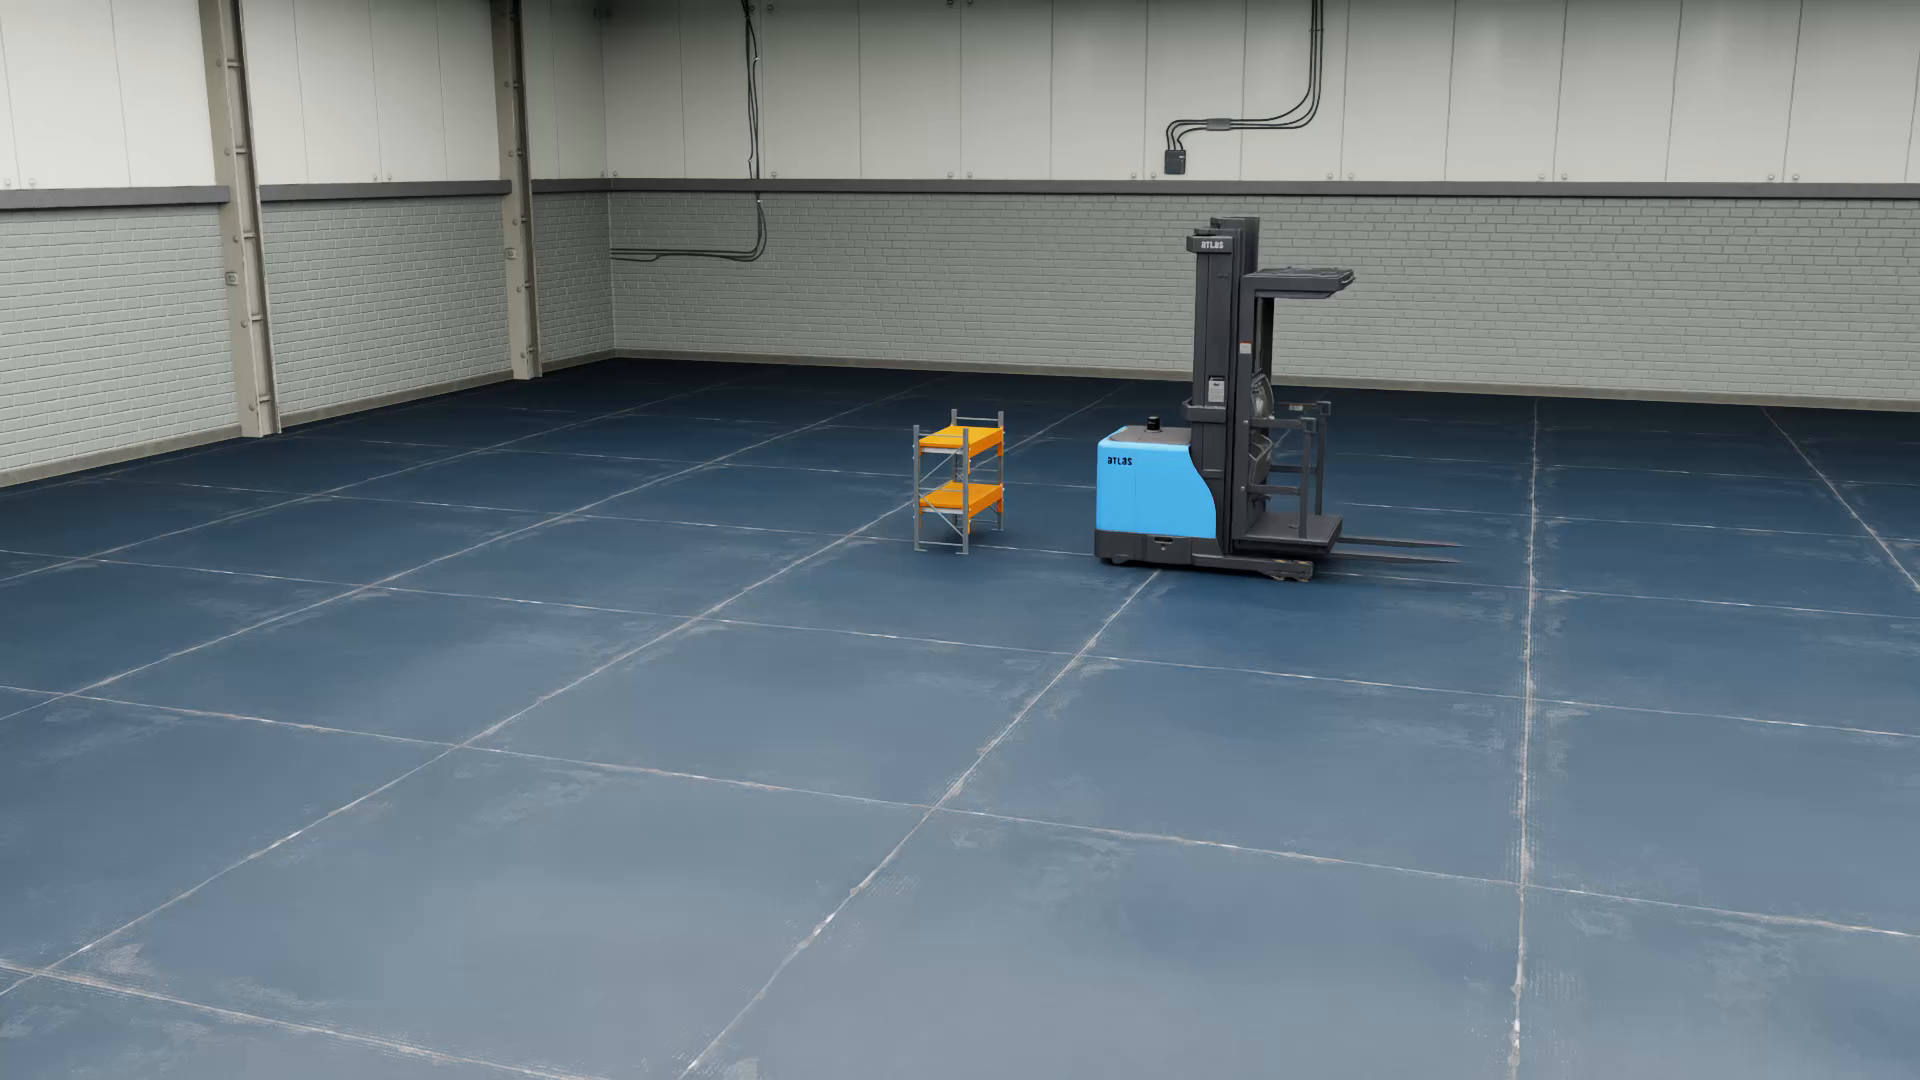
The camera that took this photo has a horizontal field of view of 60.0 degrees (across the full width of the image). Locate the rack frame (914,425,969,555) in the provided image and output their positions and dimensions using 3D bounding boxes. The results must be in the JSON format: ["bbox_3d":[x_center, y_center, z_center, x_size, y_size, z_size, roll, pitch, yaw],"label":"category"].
[{"bbox_3d":[-0.167,-0.440,14.650,0.500,1.125,0.032,4,14,18],"label":"rack frame"}]

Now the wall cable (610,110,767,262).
[{"bbox_3d":[-4.733,-6.003,28.305,3.097,2.526,0.112,4,14,18],"label":"wall cable"}]

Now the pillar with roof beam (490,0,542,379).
[{"bbox_3d":[-2.864,-6.682,24.301,9.100,9.000,0.400,4,14,18],"label":"pillar with roof beam"}]

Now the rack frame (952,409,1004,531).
[{"bbox_3d":[0.162,-0.654,15.588,0.500,1.125,0.032,4,14,18],"label":"rack frame"}]

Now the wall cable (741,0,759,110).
[{"bbox_3d":[-2.174,-8.270,26.890,3.097,2.526,0.112,4,14,18],"label":"wall cable"}]

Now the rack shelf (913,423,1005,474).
[{"bbox_3d":[-0.002,-0.832,15.053,0.538,0.278,1.000,4,14,18],"label":"rack shelf"}]

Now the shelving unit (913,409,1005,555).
[{"bbox_3d":[-0.002,-0.547,15.119,0.538,1.125,1.048,4,14,18],"label":"shelving unit"}]

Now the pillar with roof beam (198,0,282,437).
[{"bbox_3d":[-4.806,-5.418,18.766,9.100,9.000,0.400,4,14,18],"label":"pillar with roof beam"}]

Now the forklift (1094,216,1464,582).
[{"bbox_3d":[2.732,-1.214,13.984,3.031,2.935,1.130,4,14,19],"label":"forklift"}]

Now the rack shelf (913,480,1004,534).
[{"bbox_3d":[-0.002,-0.309,15.173,0.538,0.278,1.000,4,14,18],"label":"rack shelf"}]

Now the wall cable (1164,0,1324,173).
[{"bbox_3d":[4.244,-8.488,24.572,2.305,6.003,0.169,4,14,18],"label":"wall cable"}]
